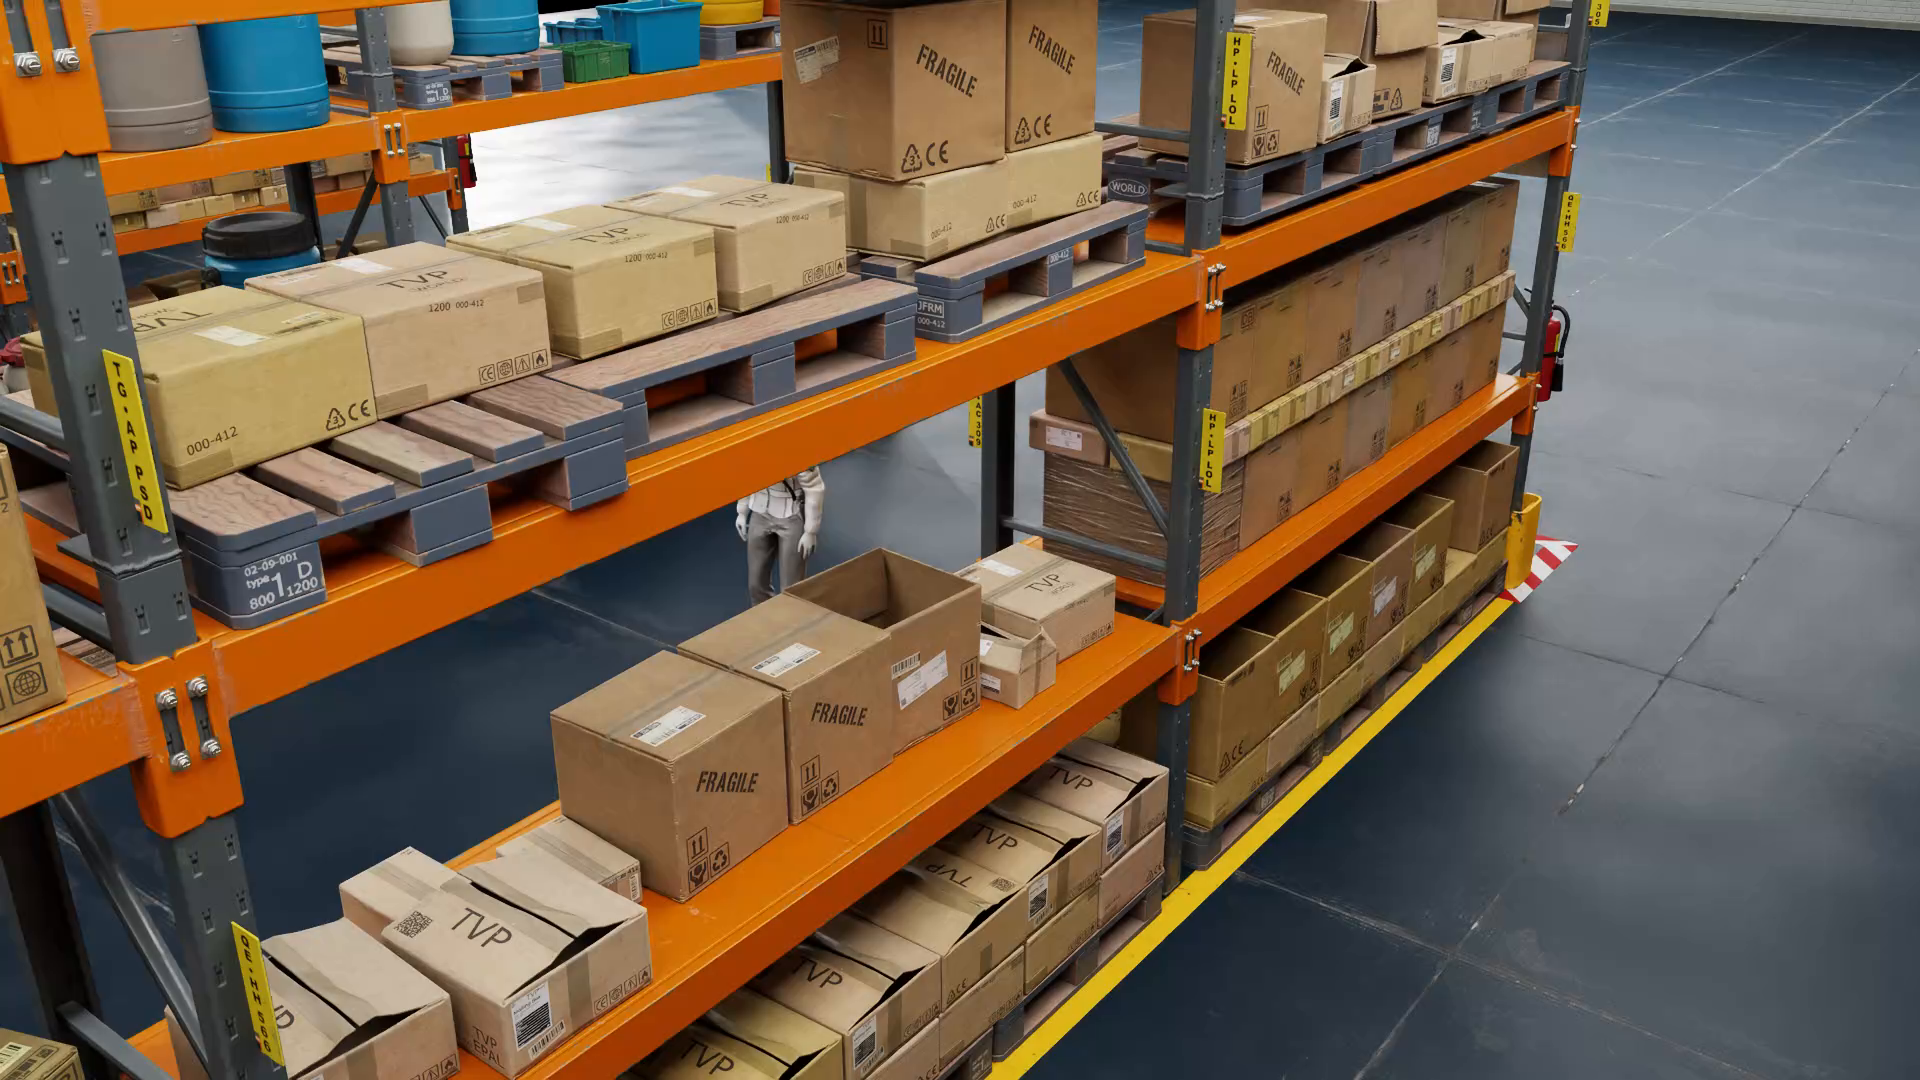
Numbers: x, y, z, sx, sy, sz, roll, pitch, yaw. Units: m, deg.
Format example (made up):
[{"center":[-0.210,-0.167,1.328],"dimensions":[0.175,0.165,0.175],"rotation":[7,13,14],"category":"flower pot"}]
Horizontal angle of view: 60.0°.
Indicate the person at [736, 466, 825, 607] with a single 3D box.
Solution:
[{"center":[-0.960,-0.087,8.794],"dimensions":[0.540,1.662,0.374],"rotation":[15,28,30],"category":"person"}]
